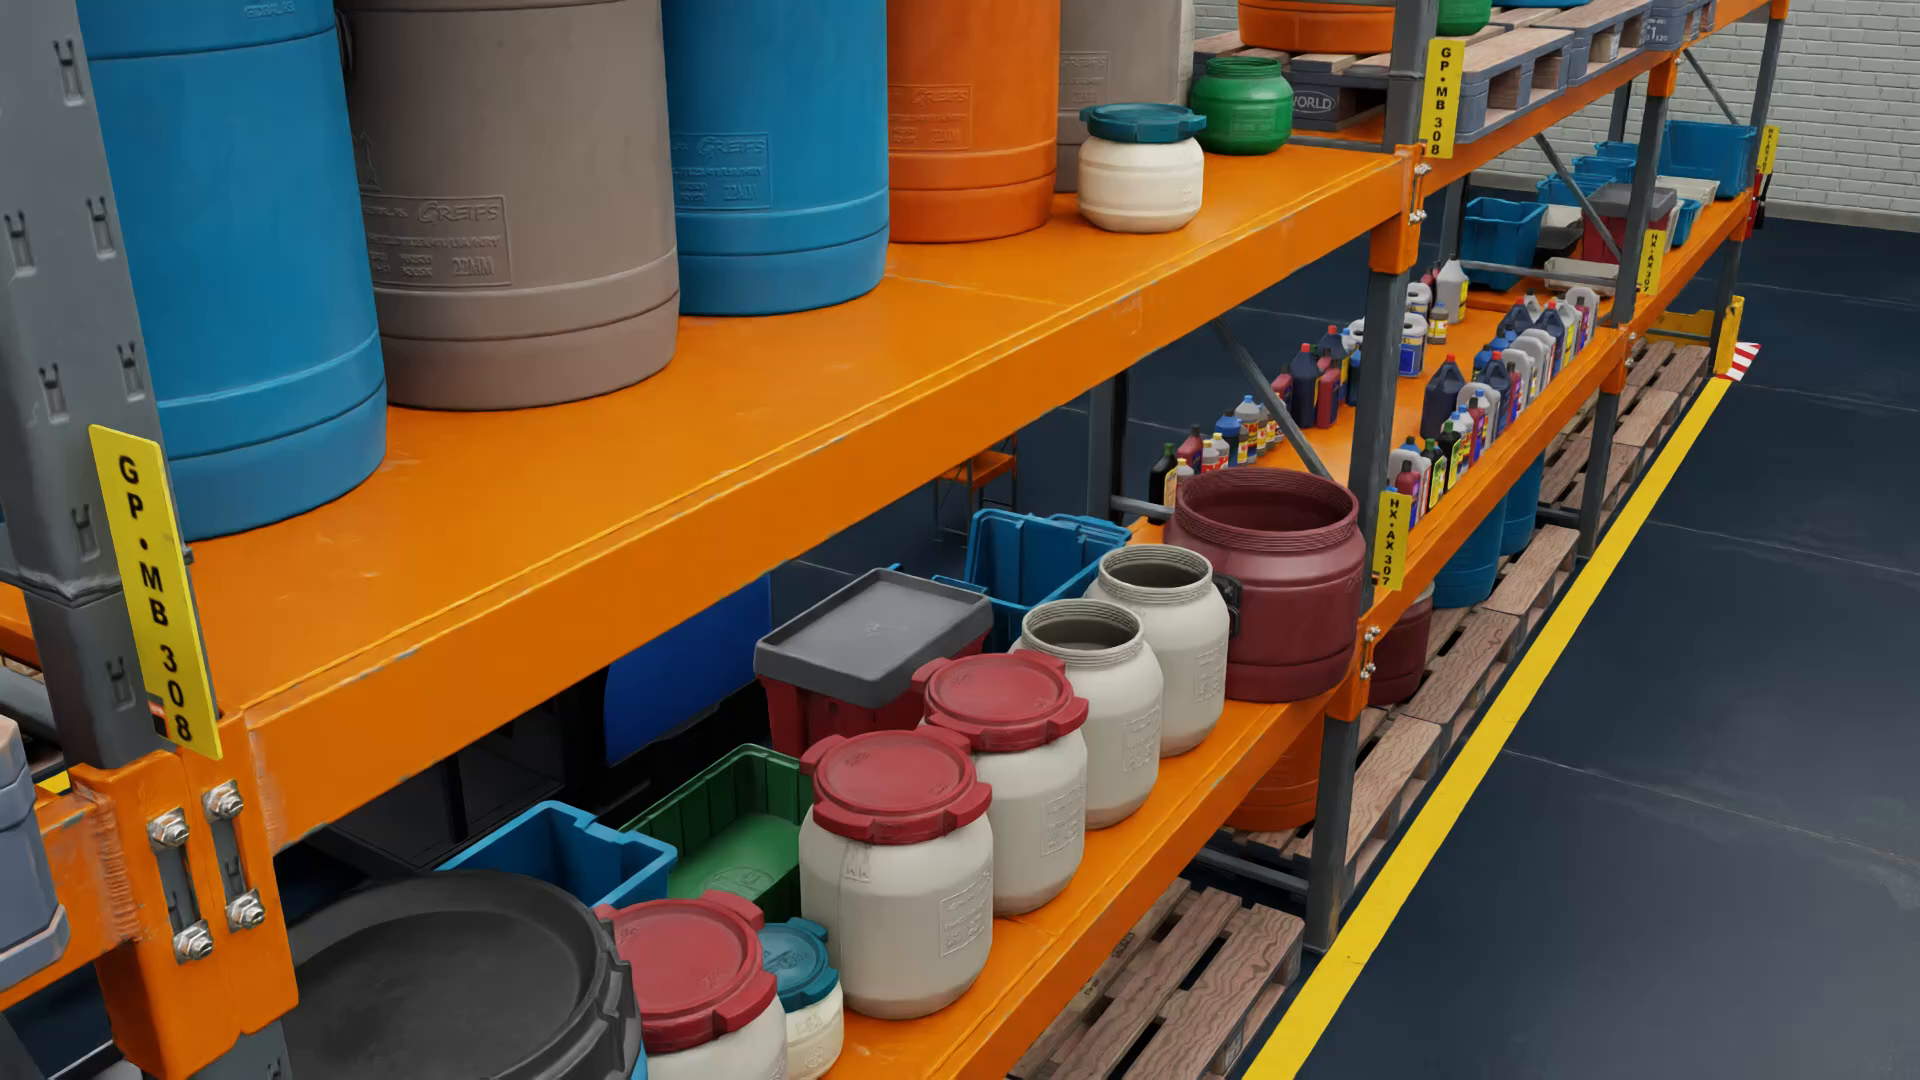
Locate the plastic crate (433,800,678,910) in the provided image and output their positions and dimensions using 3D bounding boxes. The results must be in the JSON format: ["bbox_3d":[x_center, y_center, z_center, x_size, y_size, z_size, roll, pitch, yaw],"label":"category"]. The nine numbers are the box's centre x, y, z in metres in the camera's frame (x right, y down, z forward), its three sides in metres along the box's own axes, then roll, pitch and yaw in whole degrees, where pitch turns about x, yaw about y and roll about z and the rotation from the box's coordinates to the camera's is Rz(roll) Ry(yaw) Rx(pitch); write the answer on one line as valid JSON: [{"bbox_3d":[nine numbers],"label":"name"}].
[{"bbox_3d":[-0.899,0.885,3.450,0.392,0.384,0.575,14,27,29],"label":"plastic crate"}]

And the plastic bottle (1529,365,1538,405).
[{"bbox_3d":[2.503,-0.709,7.363,0.097,0.201,0.097,0,23,0],"label":"plastic bottle"}]

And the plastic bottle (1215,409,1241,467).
[{"bbox_3d":[1.045,-0.381,6.515,0.097,0.271,0.097,0,23,0],"label":"plastic bottle"}]

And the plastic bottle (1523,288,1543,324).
[{"bbox_3d":[2.674,-1.014,7.878,0.144,0.351,0.185,14,27,29],"label":"plastic bottle"}]

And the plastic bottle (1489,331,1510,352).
[{"bbox_3d":[2.425,-0.806,7.498,0.097,0.271,0.097,0,23,0],"label":"plastic bottle"}]

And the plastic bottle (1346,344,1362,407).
[{"bbox_3d":[1.760,-0.729,7.321,0.097,0.271,0.097,0,23,0],"label":"plastic bottle"}]

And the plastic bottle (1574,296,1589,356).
[{"bbox_3d":[2.987,-1.043,8.030,0.061,0.283,0.133,14,27,29],"label":"plastic bottle"}]

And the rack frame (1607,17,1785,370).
[{"bbox_3d":[5.113,-2.735,11.792,1.000,3.000,0.127,14,27,29],"label":"rack frame"}]

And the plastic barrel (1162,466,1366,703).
[{"bbox_3d":[0.906,0.123,5.020,0.600,0.536,0.708,14,27,29],"label":"plastic barrel"}]

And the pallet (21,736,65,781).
[{"bbox_3d":[-4.424,0.885,6.939,1.003,0.211,1.213,14,27,29],"label":"pallet"}]

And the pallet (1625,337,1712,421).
[{"bbox_3d":[4.646,-1.185,11.722,1.003,0.211,1.213,14,27,29],"label":"pallet"}]

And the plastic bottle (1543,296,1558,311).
[{"bbox_3d":[2.954,-1.113,8.295,0.097,0.201,0.097,0,23,0],"label":"plastic bottle"}]

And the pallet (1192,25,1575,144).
[{"bbox_3d":[1.380,-1.562,5.546,1.003,0.211,1.213,14,27,29],"label":"pallet"}]

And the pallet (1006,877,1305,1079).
[{"bbox_3d":[0.452,1.498,5.524,1.003,0.211,1.213,14,27,29],"label":"pallet"}]

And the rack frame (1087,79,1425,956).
[{"bbox_3d":[0.894,-0.035,5.555,1.000,3.000,0.127,14,27,29],"label":"rack frame"}]

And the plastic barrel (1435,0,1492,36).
[{"bbox_3d":[1.648,-1.842,5.621,0.294,0.245,0.294,0,23,0],"label":"plastic barrel"}]

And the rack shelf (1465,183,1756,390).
[{"bbox_3d":[4.059,-1.730,10.376,1.077,0.370,4.000,14,27,29],"label":"rack shelf"}]

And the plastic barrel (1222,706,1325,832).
[{"bbox_3d":[1.137,0.600,6.292,0.600,0.830,0.708,14,27,29],"label":"plastic barrel"}]

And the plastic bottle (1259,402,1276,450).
[{"bbox_3d":[1.251,-0.480,6.833,0.097,0.201,0.097,0,23,0],"label":"plastic bottle"}]

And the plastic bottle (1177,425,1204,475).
[{"bbox_3d":[0.866,-0.285,6.280,0.061,0.283,0.133,14,27,29],"label":"plastic bottle"}]

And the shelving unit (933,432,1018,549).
[{"bbox_3d":[0.087,-0.606,9.141,0.258,1.200,0.503,14,27,29],"label":"shelving unit"}]

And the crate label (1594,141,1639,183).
[{"bbox_3d":[4.704,-2.671,11.780,0.416,0.233,0.303,14,27,29],"label":"crate label"}]

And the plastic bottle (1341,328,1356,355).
[{"bbox_3d":[1.740,-0.825,7.543,0.097,0.271,0.097,0,23,0],"label":"plastic bottle"}]

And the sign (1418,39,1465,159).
[{"bbox_3d":[1.365,-1.251,4.719,0.100,0.325,0.005,14,27,29],"label":"sign"}]

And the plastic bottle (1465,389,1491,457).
[{"bbox_3d":[2.090,-0.477,6.739,0.097,0.271,0.097,0,23,0],"label":"plastic bottle"}]

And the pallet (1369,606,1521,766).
[{"bbox_3d":[1.918,0.560,7.691,1.003,0.211,1.213,14,27,29],"label":"pallet"}]

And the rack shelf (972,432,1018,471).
[{"bbox_3d":[0.087,-0.545,9.167,0.258,0.148,0.480,14,27,29],"label":"rack shelf"}]

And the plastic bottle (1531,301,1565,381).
[{"bbox_3d":[2.699,-0.921,7.664,0.144,0.351,0.185,14,27,29],"label":"plastic bottle"}]

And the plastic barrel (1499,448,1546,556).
[{"bbox_3d":[2.702,-0.435,8.591,0.600,0.901,0.708,14,27,29],"label":"plastic barrel"}]

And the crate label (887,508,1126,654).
[{"bbox_3d":[0.140,0.227,4.904,0.502,0.435,0.616,14,27,29],"label":"crate label"}]

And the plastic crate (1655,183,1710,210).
[{"bbox_3d":[4.672,-2.234,10.890,0.396,0.136,0.243,14,27,29],"label":"plastic crate"}]

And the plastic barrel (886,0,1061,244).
[{"bbox_3d":[-0.069,-1.156,3.829,0.600,0.830,0.708,14,27,29],"label":"plastic barrel"}]

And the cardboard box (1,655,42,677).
[{"bbox_3d":[-3.917,0.313,6.979,0.500,0.311,0.500,14,27,29],"label":"cardboard box"}]

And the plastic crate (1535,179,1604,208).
[{"bbox_3d":[3.851,-2.126,10.520,0.416,0.233,0.300,14,27,29],"label":"plastic crate"}]

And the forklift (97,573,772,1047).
[{"bbox_3d":[-2.035,-0.151,5.909,1.130,2.935,3.031,15,28,31],"label":"forklift"}]

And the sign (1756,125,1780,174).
[{"bbox_3d":[5.589,-2.700,11.506,0.100,0.325,0.005,14,27,29],"label":"sign"}]

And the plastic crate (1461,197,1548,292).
[{"bbox_3d":[2.960,-1.634,9.194,0.392,0.384,0.575,14,27,29],"label":"plastic crate"}]

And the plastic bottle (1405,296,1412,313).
[{"bbox_3d":[2.158,-1.093,8.160,0.097,0.271,0.097,0,23,0],"label":"plastic bottle"}]

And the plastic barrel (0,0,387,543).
[{"bbox_3d":[-1.133,-0.509,2.242,0.600,0.901,0.708,14,27,29],"label":"plastic barrel"}]

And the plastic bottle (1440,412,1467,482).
[{"bbox_3d":[1.917,-0.367,6.483,0.097,0.271,0.097,0,23,0],"label":"plastic bottle"}]

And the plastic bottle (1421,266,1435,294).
[{"bbox_3d":[2.377,-1.252,8.513,0.061,0.283,0.133,14,27,29],"label":"plastic bottle"}]

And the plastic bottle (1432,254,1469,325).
[{"bbox_3d":[2.521,-1.298,8.534,0.144,0.351,0.185,14,27,29],"label":"plastic bottle"}]

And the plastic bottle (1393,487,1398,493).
[{"bbox_3d":[1.532,-0.088,5.928,0.097,0.201,0.097,0,23,0],"label":"plastic bottle"}]

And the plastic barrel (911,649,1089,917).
[{"bbox_3d":[0.090,0.582,3.958,0.433,0.535,0.433,0,23,0],"label":"plastic barrel"}]

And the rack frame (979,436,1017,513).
[{"bbox_3d":[0.216,-0.689,9.331,0.240,1.200,0.015,14,27,29],"label":"rack frame"}]

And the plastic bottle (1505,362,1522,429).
[{"bbox_3d":[2.335,-0.626,7.067,0.061,0.283,0.133,14,27,29],"label":"plastic bottle"}]

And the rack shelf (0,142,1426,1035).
[{"bbox_3d":[-0.161,-0.406,3.543,1.077,0.370,4.000,14,27,29],"label":"rack shelf"}]

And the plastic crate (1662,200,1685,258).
[{"bbox_3d":[3.965,-1.835,9.786,0.437,0.282,0.530,14,27,29],"label":"plastic crate"}]

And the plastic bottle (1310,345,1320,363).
[{"bbox_3d":[1.515,-0.700,7.239,0.061,0.283,0.133,14,27,29],"label":"plastic bottle"}]

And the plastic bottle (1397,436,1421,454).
[{"bbox_3d":[1.673,-0.256,6.229,0.097,0.271,0.097,0,23,0],"label":"plastic bottle"}]

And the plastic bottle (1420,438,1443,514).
[{"bbox_3d":[1.750,-0.252,6.202,0.061,0.283,0.133,14,27,29],"label":"plastic bottle"}]

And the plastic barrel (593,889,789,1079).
[{"bbox_3d":[-0.525,0.976,3.049,0.433,0.535,0.433,0,23,0],"label":"plastic barrel"}]
